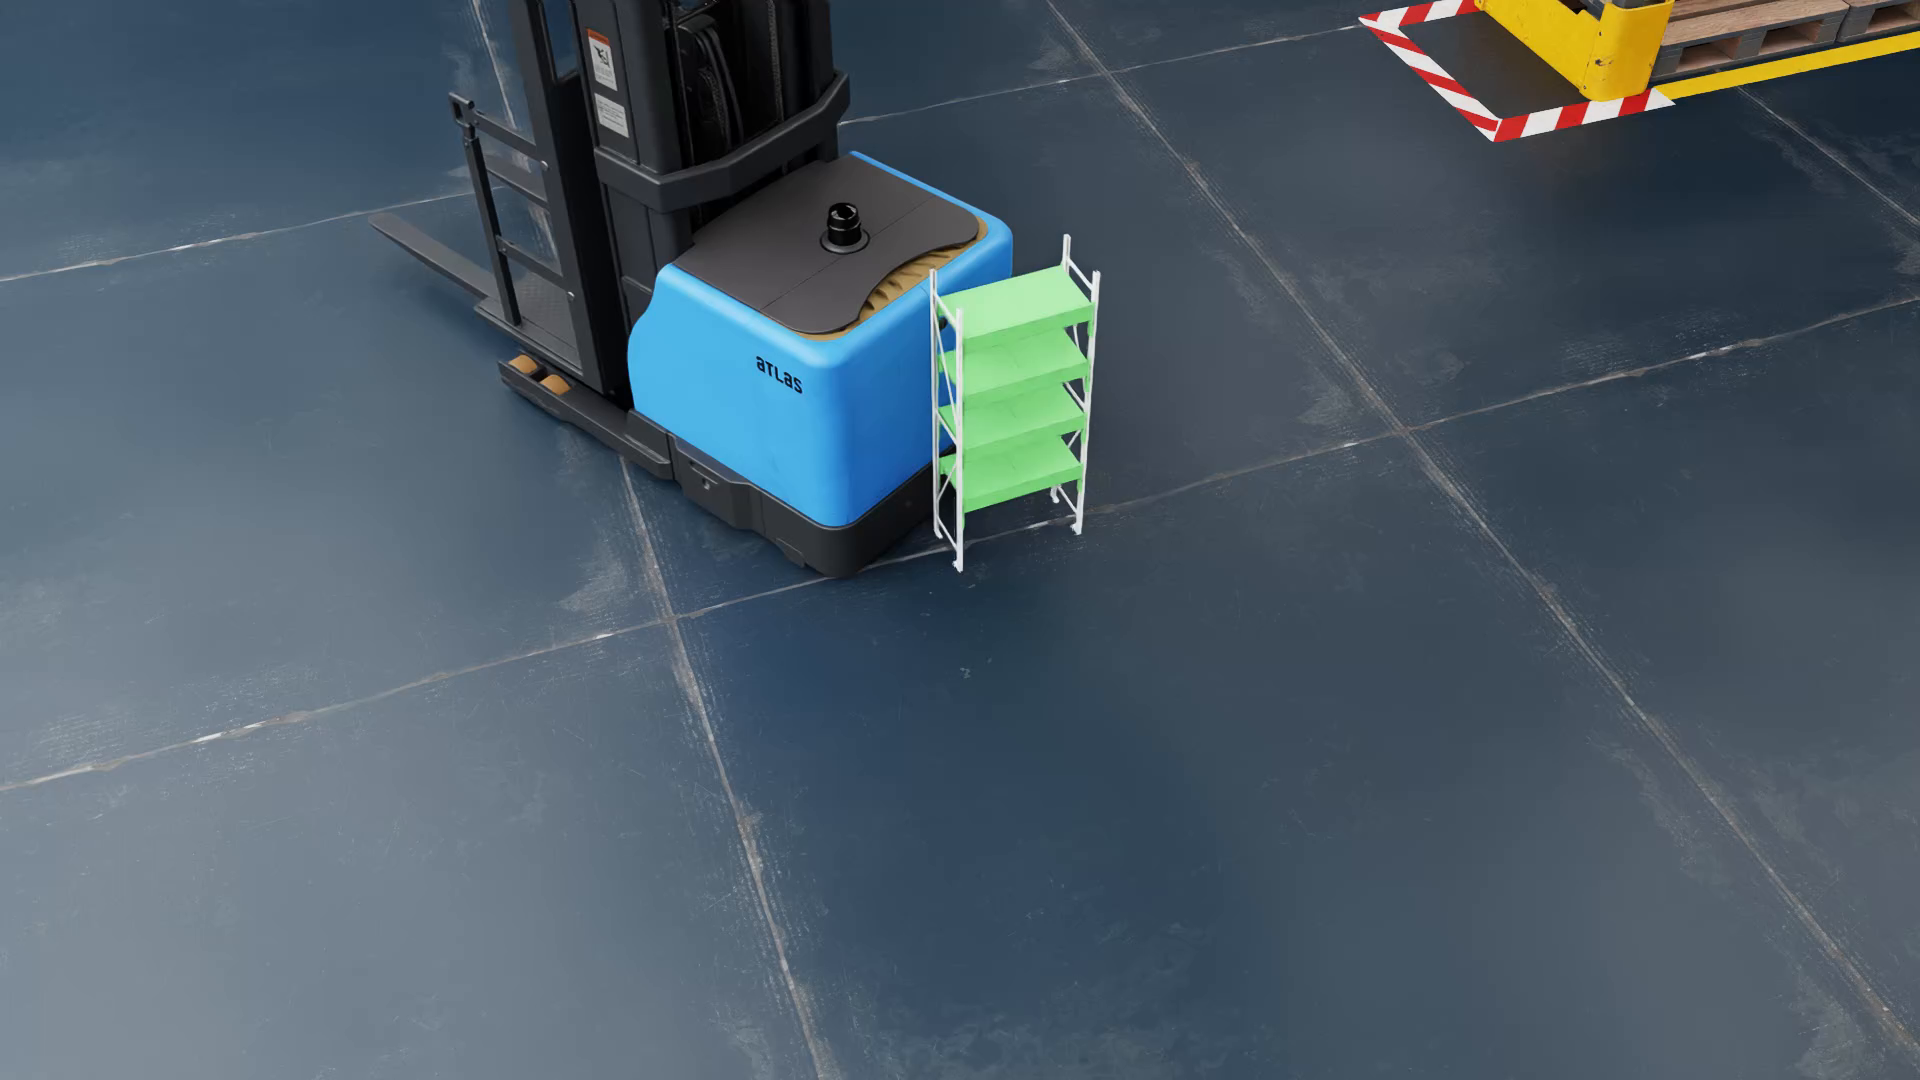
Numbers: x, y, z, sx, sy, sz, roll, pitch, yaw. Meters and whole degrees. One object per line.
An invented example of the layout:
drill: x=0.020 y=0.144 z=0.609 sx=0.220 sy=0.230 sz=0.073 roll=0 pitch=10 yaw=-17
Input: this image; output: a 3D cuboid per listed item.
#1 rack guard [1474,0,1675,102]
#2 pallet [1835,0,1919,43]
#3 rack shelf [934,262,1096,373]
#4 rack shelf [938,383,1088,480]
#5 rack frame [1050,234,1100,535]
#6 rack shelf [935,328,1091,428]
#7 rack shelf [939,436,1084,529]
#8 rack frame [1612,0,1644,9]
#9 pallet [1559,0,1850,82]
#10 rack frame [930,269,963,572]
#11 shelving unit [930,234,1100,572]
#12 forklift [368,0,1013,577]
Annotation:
rack guard: x=3.190 y=-2.828 z=8.715 sx=0.348 sy=0.500 sz=1.175 roll=-14 pitch=47 yaw=-14
pallet: x=5.102 y=-3.208 z=9.299 sx=1.213 sy=0.211 sz=1.003 roll=-14 pitch=47 yaw=-14
rack shelf: x=0.179 y=-0.747 z=5.560 sx=0.480 sy=0.148 sz=0.258 roll=-17 pitch=48 yaw=-16
rack shelf: x=0.179 y=-0.408 z=5.900 sx=0.480 sy=0.148 sz=0.258 roll=-17 pitch=48 yaw=-16
rack frame: x=0.403 y=-0.522 z=5.923 sx=0.015 sy=1.200 sz=0.240 roll=-17 pitch=48 yaw=-16
rack shelf: x=0.179 y=-0.577 z=5.730 sx=0.480 sy=0.148 sz=0.258 roll=-17 pitch=48 yaw=-16
rack shelf: x=0.179 y=-0.239 z=6.070 sx=0.480 sy=0.148 sz=0.258 roll=-17 pitch=48 yaw=-16
rack frame: x=3.135 y=-3.660 z=7.780 sx=0.127 sy=3.000 sz=1.000 roll=-14 pitch=47 yaw=-14
pallet: x=3.956 y=-2.918 z=9.009 sx=1.213 sy=0.211 sz=1.003 roll=-14 pitch=47 yaw=-14
rack frame: x=-0.045 y=-0.384 z=5.786 sx=0.015 sy=1.200 sz=0.240 roll=-17 pitch=48 yaw=-16
shelving unit: x=0.179 y=-0.453 z=5.854 sx=0.503 sy=1.200 sz=0.258 roll=-17 pitch=48 yaw=-16
forklift: x=-1.250 y=-1.794 z=5.969 sx=3.031 sy=2.935 sz=1.130 roll=31 pitch=53 yaw=27
